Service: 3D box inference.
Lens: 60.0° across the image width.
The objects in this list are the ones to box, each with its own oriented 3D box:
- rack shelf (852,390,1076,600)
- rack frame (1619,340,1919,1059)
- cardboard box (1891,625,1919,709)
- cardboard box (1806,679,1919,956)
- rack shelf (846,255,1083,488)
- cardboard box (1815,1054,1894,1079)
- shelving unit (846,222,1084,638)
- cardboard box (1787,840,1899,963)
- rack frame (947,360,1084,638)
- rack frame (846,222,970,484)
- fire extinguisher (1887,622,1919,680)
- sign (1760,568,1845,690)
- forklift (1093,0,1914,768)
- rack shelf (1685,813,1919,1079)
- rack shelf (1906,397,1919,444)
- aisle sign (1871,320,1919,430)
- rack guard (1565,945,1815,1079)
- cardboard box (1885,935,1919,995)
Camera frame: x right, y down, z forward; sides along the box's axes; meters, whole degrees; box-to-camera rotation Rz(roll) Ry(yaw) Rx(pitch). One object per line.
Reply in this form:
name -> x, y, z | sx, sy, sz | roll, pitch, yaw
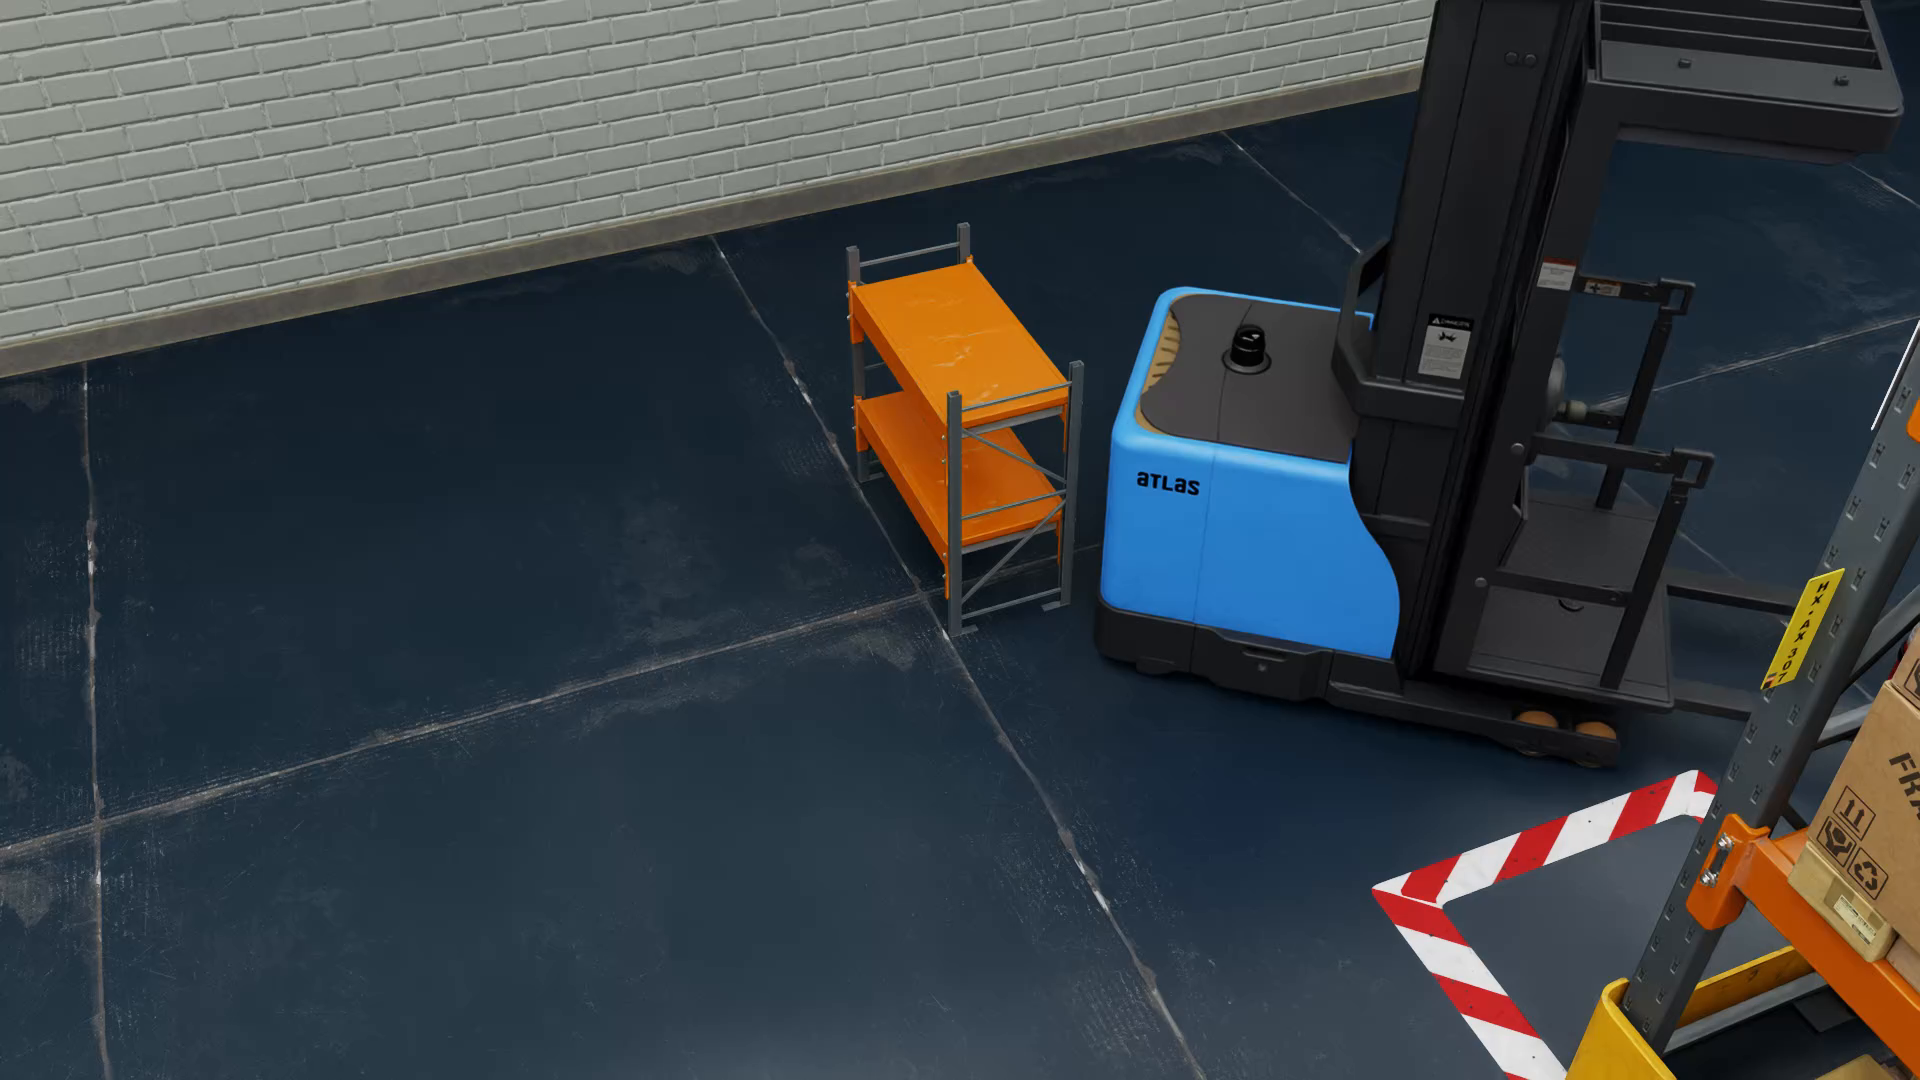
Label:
rack shelf -> -0.003, -0.245, 6.547 | 0.538, 0.278, 1.000 | -15, 43, -17
rack frame -> 2.305, 0.387, 4.000 | 1.000, 3.000, 0.127 | -15, 43, -17
cardboard box -> 2.232, 0.194, 3.153 | 0.500, 0.500, 0.500 | -15, 43, -17
cardboard box -> 2.222, 0.575, 3.475 | 0.500, 0.500, 0.500 | -13, 42, -15
rack shelf -> -0.003, -0.652, 6.197 | 0.538, 0.278, 1.000 | -15, 43, -17
cardboard box -> 2.192, 1.483, 4.133 | 0.380, 0.149, 0.250 | -17, 44, -19
shelving unit -> -0.003, -0.431, 6.388 | 0.538, 1.125, 1.048 | -15, 43, -17
cardboard box -> 2.126, 0.759, 3.760 | 0.380, 0.149, 0.250 | -15, 43, -17
rack frame -> 0.192, -0.124, 6.032 | 0.500, 1.125, 0.032 | -15, 43, -17
rack frame -> -0.197, -0.737, 6.744 | 0.500, 1.125, 0.032 | -15, 43, -17
fire extinguisher -> 2.635, 0.291, 4.457 | 0.296, 0.674, 0.183 | -15, 43, -17
sign -> 1.804, 0.194, 3.560 | 0.100, 0.325, 0.005 | -15, 43, -17
forklift -> 2.071, -0.702, 5.318 | 3.031, 2.935, 1.130 | 10, 42, 12
rack shelf -> 3.070, 1.864, 2.833 | 1.077, 0.370, 4.000 | -15, 43, -17
rack shelf -> 3.070, 0.727, 1.855 | 1.077, 0.370, 4.000 | -15, 43, -17
aisle sign -> 2.000, -0.568, 3.116 | 0.394, 0.787, 0.004 | -15, 43, -17
rack guard -> 2.334, 1.380, 4.761 | 1.175, 0.500, 0.348 | -15, 43, -17
cardboard box -> 2.262, 0.902, 3.593 | 0.380, 0.149, 0.250 | -14, 43, -15
